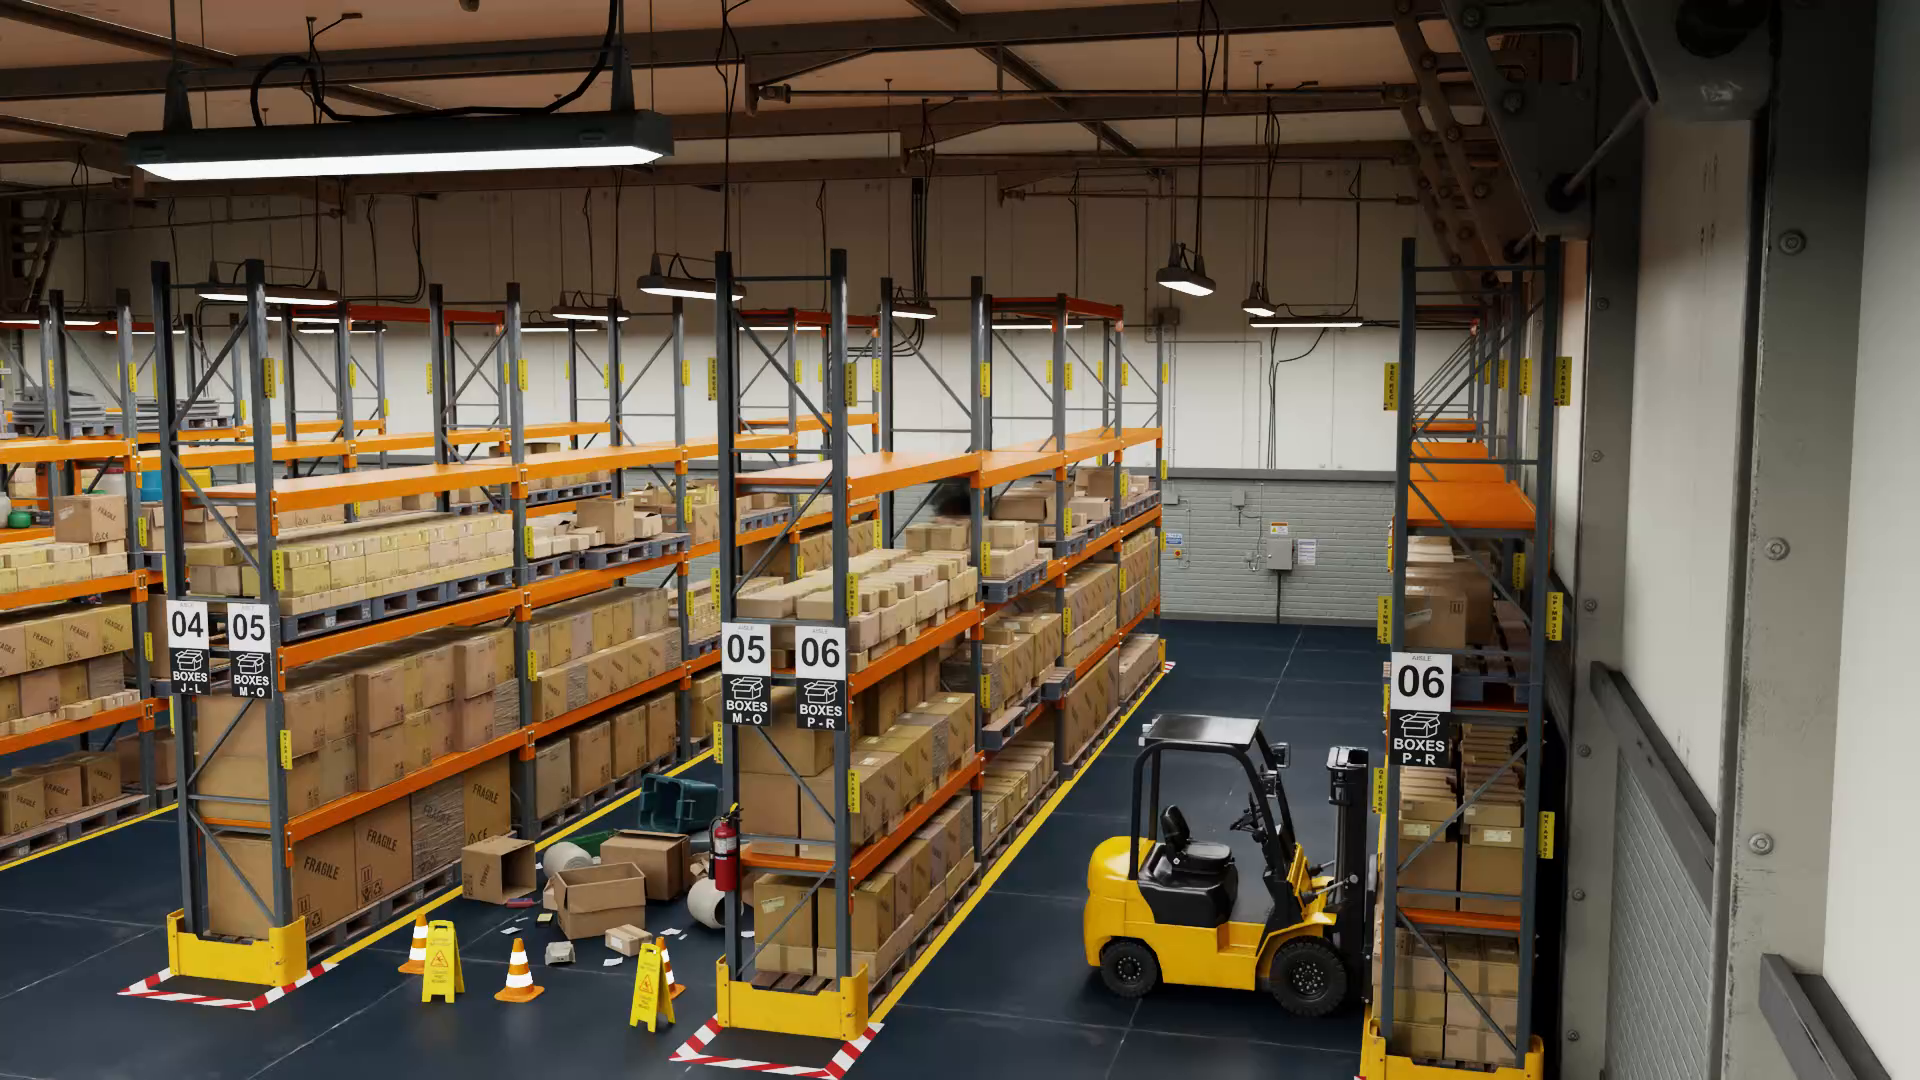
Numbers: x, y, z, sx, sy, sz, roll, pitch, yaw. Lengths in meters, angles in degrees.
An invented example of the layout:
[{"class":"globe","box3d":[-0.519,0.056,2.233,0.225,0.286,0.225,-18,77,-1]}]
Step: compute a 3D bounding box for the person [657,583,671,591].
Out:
[{"class":"person","box3d":[-4.654,1.538,26.241,0.706,1.724,0.522,2,7,21]}]
